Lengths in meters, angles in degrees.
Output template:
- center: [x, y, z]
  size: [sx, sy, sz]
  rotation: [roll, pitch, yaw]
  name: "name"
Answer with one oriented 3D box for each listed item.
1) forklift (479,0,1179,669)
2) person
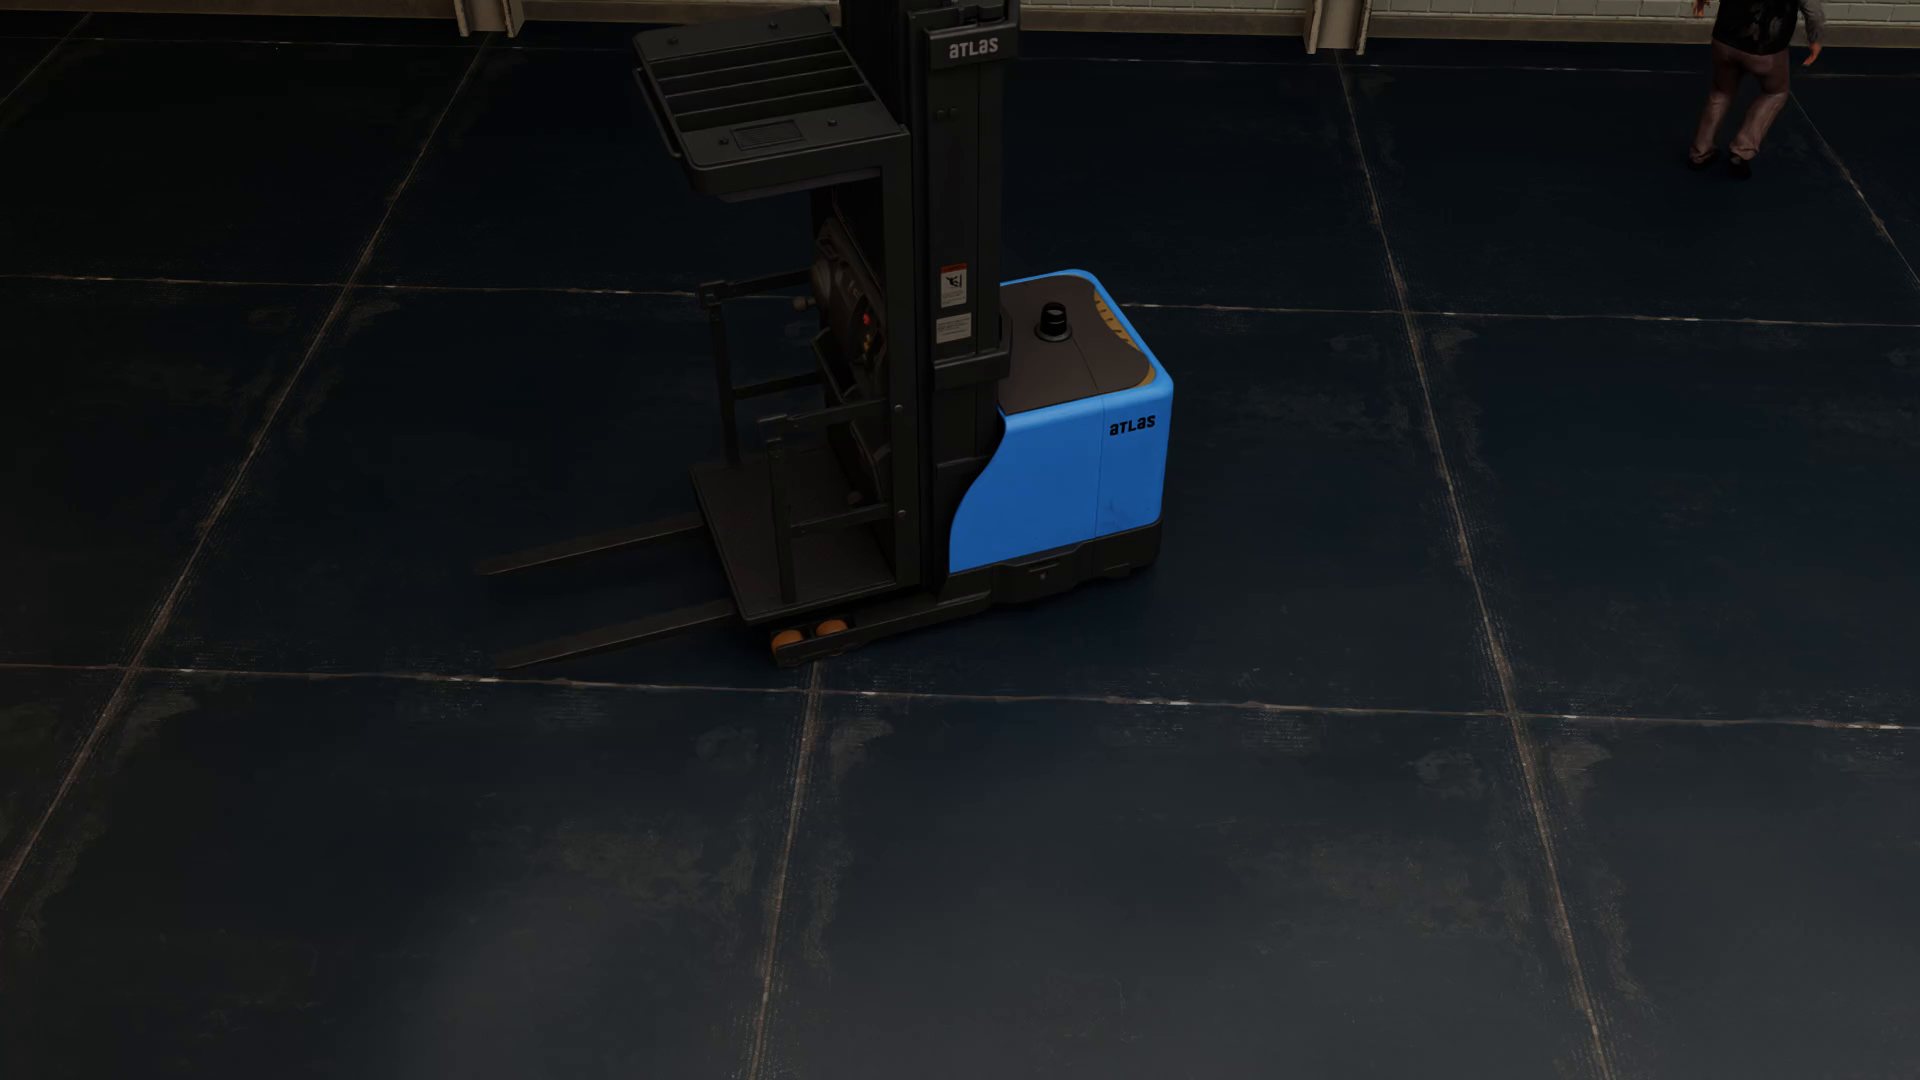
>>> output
- center: [-0.621, -0.934, 6.765]
  size: [3.031, 2.935, 1.130]
  rotation: [-13, 44, -14]
  name: "forklift"
- center: [4.743, -2.999, 9.970]
  size: [0.496, 1.728, 0.832]
  rotation: [-29, 50, -28]
  name: "person"
